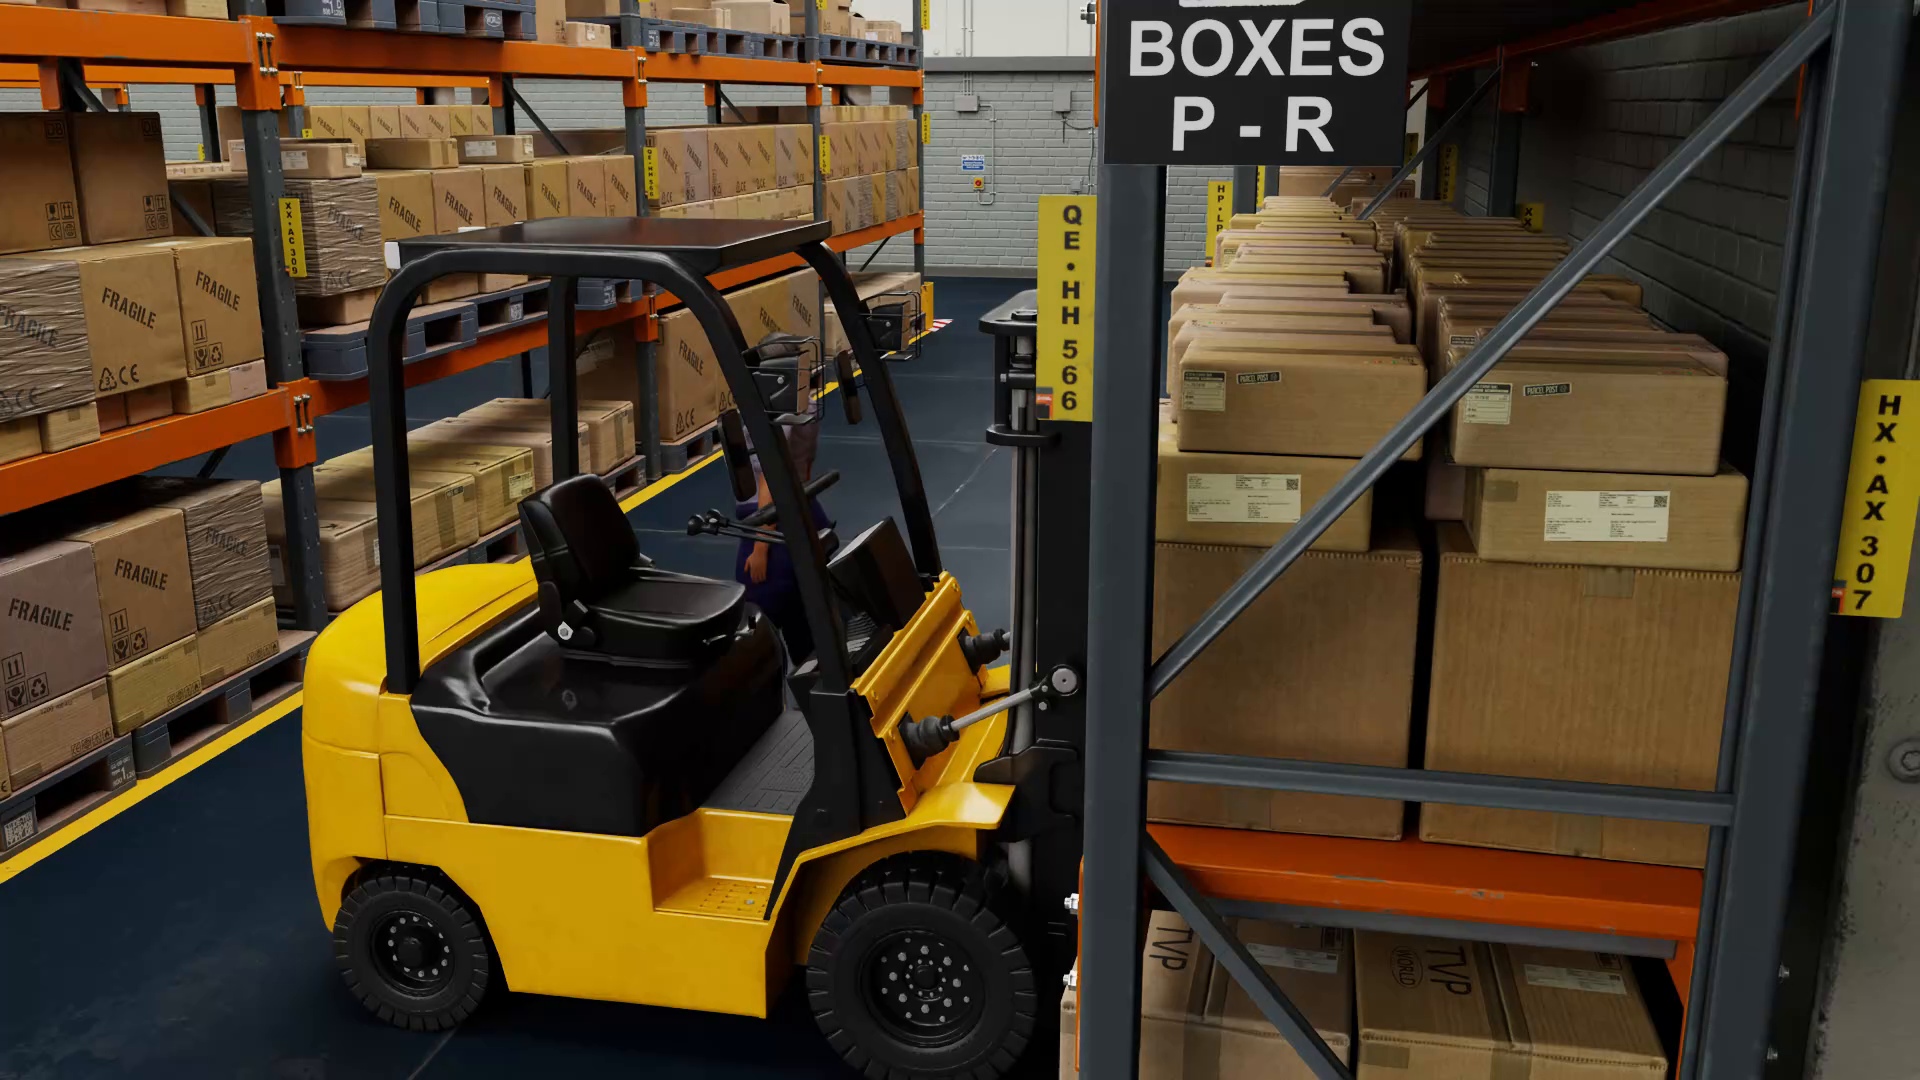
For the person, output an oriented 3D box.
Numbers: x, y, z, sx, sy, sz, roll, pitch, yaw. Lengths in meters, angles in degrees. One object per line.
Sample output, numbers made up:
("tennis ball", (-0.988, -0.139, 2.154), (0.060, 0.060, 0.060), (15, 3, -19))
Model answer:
("person", (-0.739, 0.002, 6.534), (0.422, 1.646, 0.470), (3, 15, 13))
